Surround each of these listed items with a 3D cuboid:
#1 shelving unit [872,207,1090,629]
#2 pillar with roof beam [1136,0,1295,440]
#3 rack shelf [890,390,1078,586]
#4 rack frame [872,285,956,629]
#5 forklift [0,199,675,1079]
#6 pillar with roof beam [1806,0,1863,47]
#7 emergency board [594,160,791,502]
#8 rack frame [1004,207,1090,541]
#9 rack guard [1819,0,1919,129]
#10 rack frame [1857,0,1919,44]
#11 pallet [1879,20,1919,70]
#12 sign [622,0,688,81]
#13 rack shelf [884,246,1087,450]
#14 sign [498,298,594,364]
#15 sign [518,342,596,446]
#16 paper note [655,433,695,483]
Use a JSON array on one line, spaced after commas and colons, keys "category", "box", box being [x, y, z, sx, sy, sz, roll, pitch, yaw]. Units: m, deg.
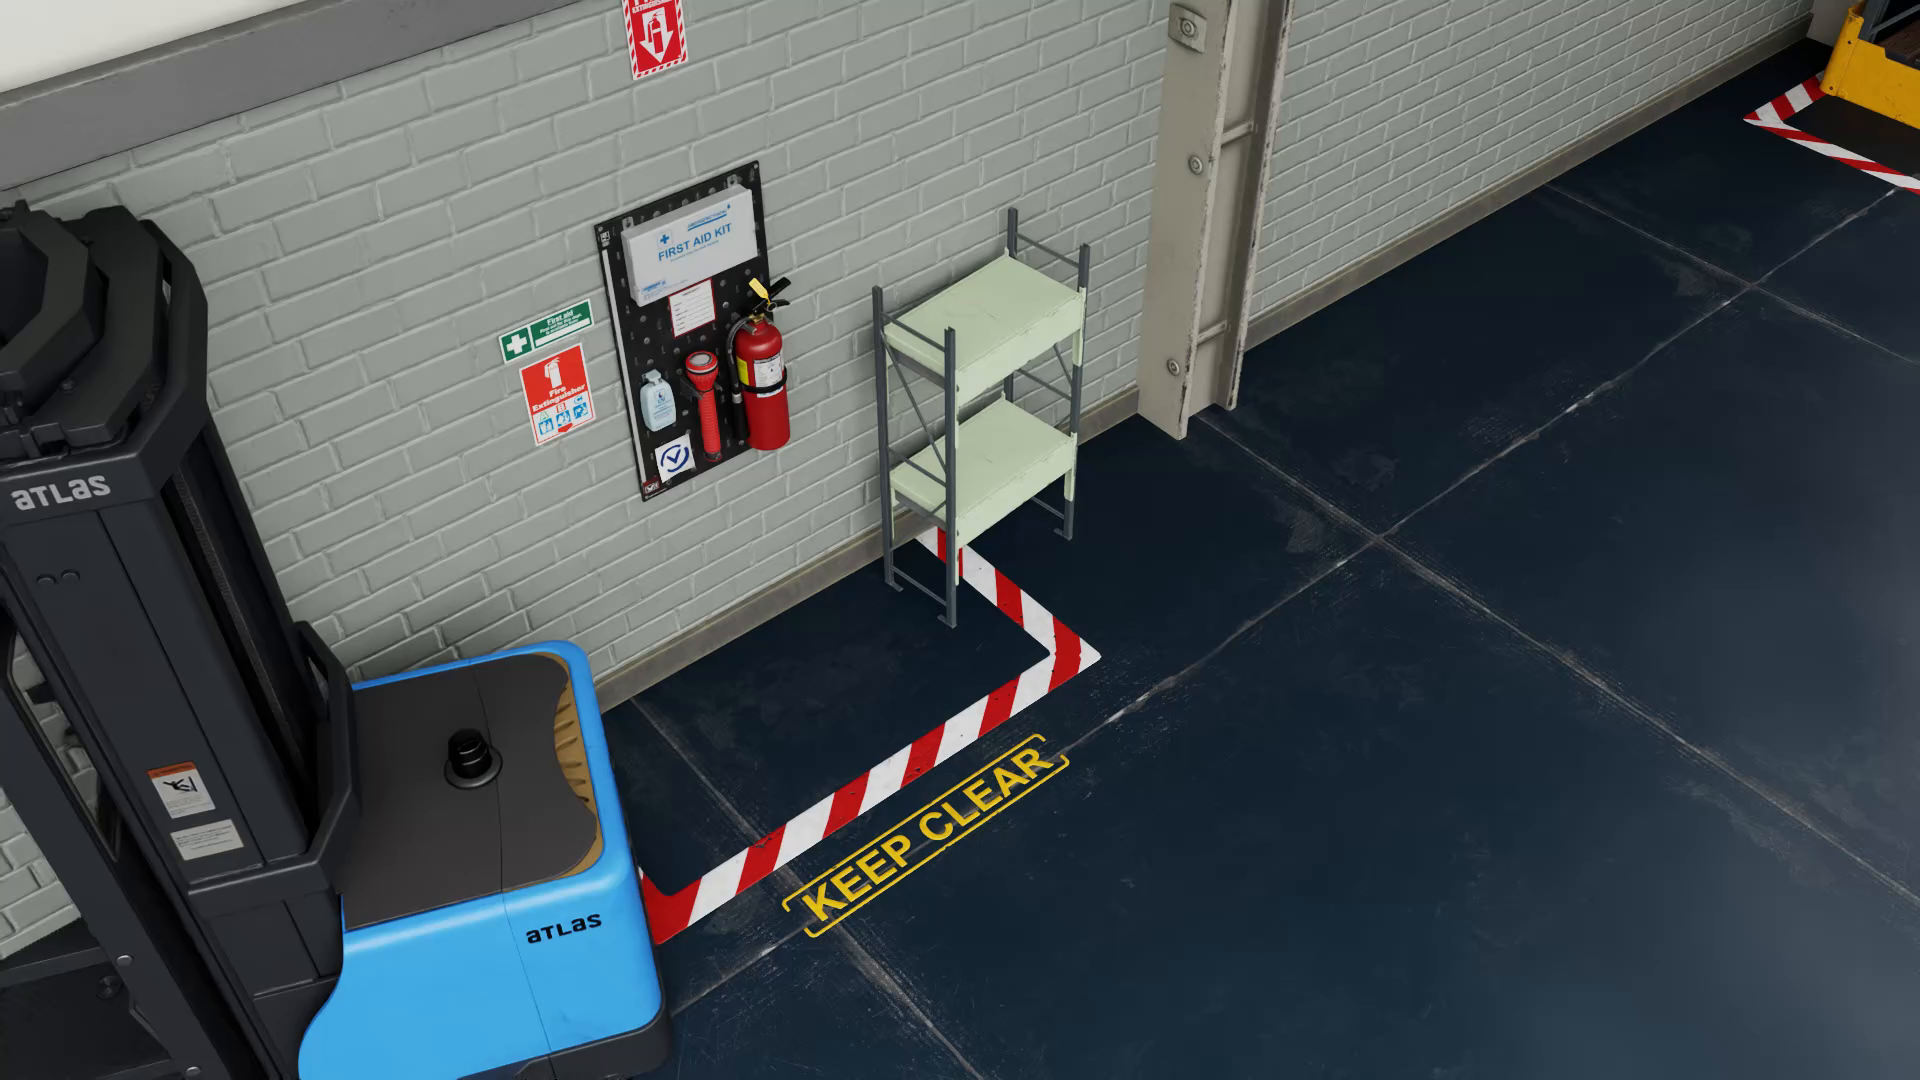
[{"category": "shelving unit", "box": [0.085, -0.462, 6.646, 0.431, 1.500, 0.755, 33, 52, 30]}, {"category": "pillar with roof beam", "box": [3.832, -1.651, 2.435, 0.400, 9.000, 9.100, -30, 51, -28]}, {"category": "rack shelf", "box": [0.085, -0.224, 6.869, 0.431, 0.370, 0.720, 33, 52, 30]}, {"category": "rack frame", "box": [-0.168, -0.280, 6.453, 0.400, 1.500, 0.023, 33, 52, 30]}, {"category": "forklift", "box": [-2.504, 0.641, 4.427, 3.031, 2.935, 1.130, -12, 45, -13]}, {"category": "pillar with roof beam", "box": [8.435, -4.287, 5.241, 0.400, 9.000, 9.100, -30, 51, -28]}, {"category": "emergency board", "box": [-0.850, -0.660, 5.761, 0.643, 1.169, 0.194, -30, 51, -28]}, {"category": "rack frame", "box": [0.337, -0.643, 6.839, 0.400, 1.500, 0.023, 33, 52, 30]}, {"category": "rack guard", "box": [5.749, -2.721, 9.782, 0.348, 0.500, 1.175, -30, 51, -28]}, {"category": "rack frame", "box": [5.691, -3.599, 8.891, 0.127, 3.000, 1.000, -30, 51, -28]}, {"category": "pallet", "box": [6.395, -2.954, 10.241, 1.213, 0.211, 1.003, -30, 51, -28]}, {"category": "sign", "box": [-0.920, -1.553, 5.020, 0.199, 0.298, 0.001, -30, 51, -28]}, {"category": "rack shelf", "box": [0.085, -0.746, 6.379, 0.431, 0.370, 0.720, 33, 52, 30]}, {"category": "sign", "box": [-1.331, -0.674, 5.364, 0.331, 0.109, 0.001, -30, 51, -28]}, {"category": "sign", "box": [-1.340, -0.484, 5.548, 0.234, 0.329, 0.001, -30, 51, -28]}, {"category": "paper note", "box": [-1.030, -0.297, 6.019, 0.142, 0.148, 0.016, -30, 51, -28]}]
